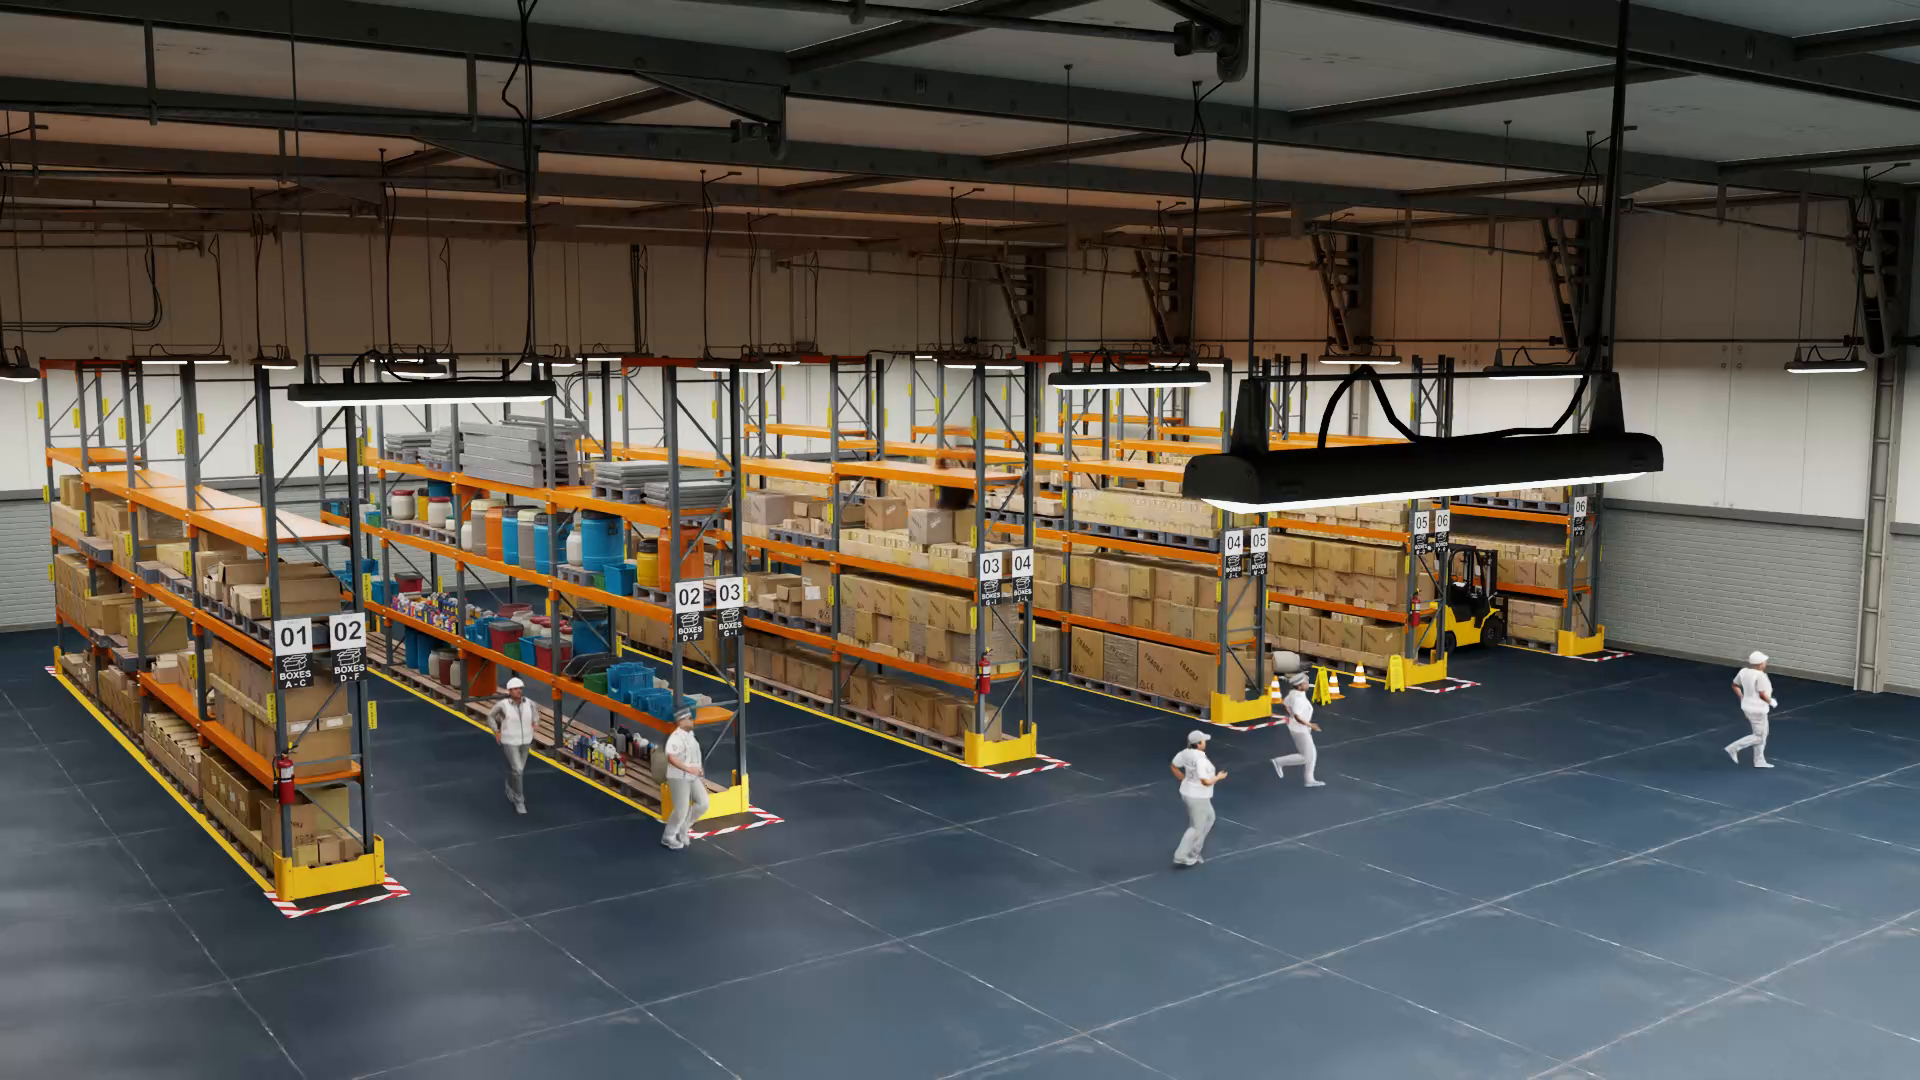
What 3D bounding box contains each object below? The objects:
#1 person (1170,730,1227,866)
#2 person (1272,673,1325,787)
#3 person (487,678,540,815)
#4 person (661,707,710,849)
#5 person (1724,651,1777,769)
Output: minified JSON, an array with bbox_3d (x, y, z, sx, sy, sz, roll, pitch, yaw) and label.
[{"bbox_3d":[2.876,3.121,20.038,0.661,1.695,0.586,-2,7,-13],"label":"person"},{"bbox_3d":[4.805,2.690,23.594,0.773,1.657,0.593,0,7,0],"label":"person"},{"bbox_3d":[-6.007,2.758,22.542,0.644,1.822,0.792,-7,10,-44],"label":"person"},{"bbox_3d":[-3.419,2.973,20.880,0.571,1.750,0.736,2,7,19],"label":"person"},{"bbox_3d":[11.701,2.523,24.572,0.795,1.764,0.667,0,7,-2],"label":"person"}]
